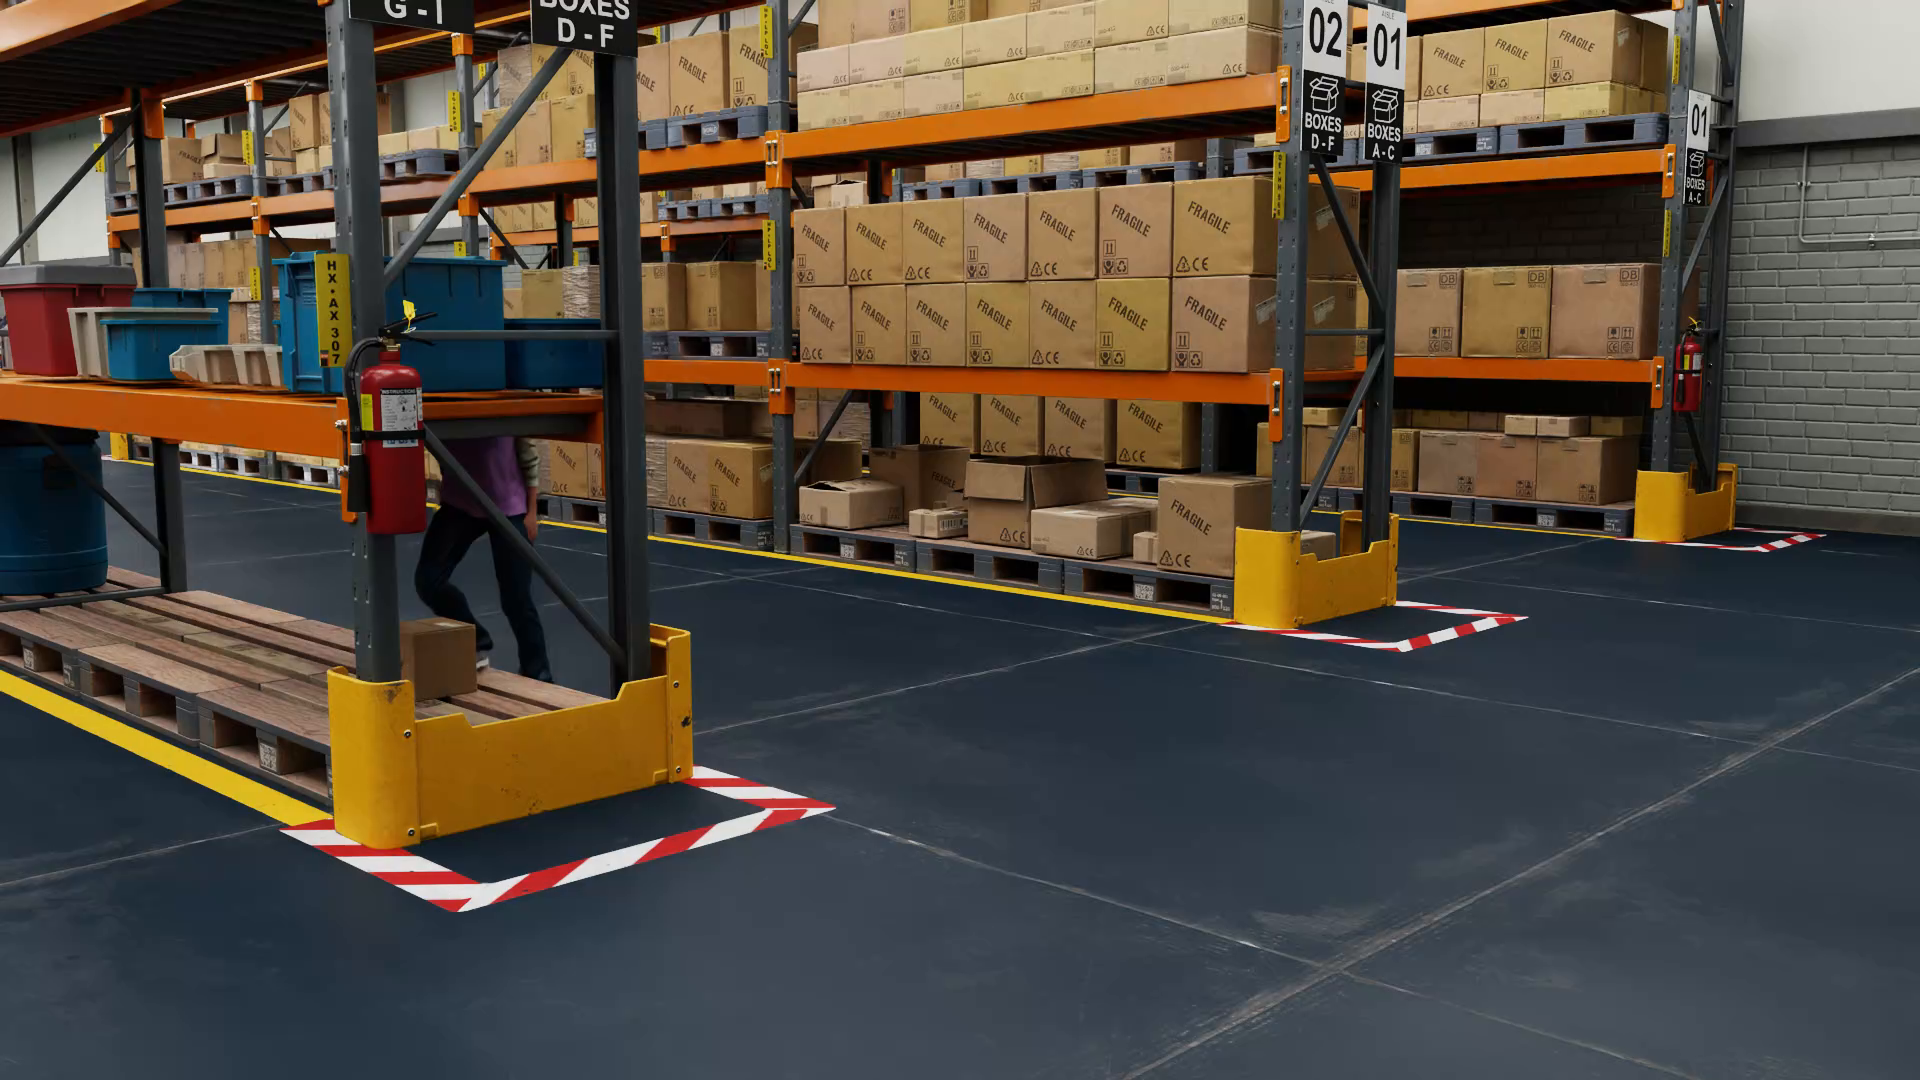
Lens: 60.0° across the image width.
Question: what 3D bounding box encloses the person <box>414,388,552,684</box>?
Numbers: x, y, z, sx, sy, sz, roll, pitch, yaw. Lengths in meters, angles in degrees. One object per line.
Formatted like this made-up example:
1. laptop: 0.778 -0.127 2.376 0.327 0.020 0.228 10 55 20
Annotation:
1. person: -1.833 -0.062 6.360 0.415 1.643 0.526 2 8 17
